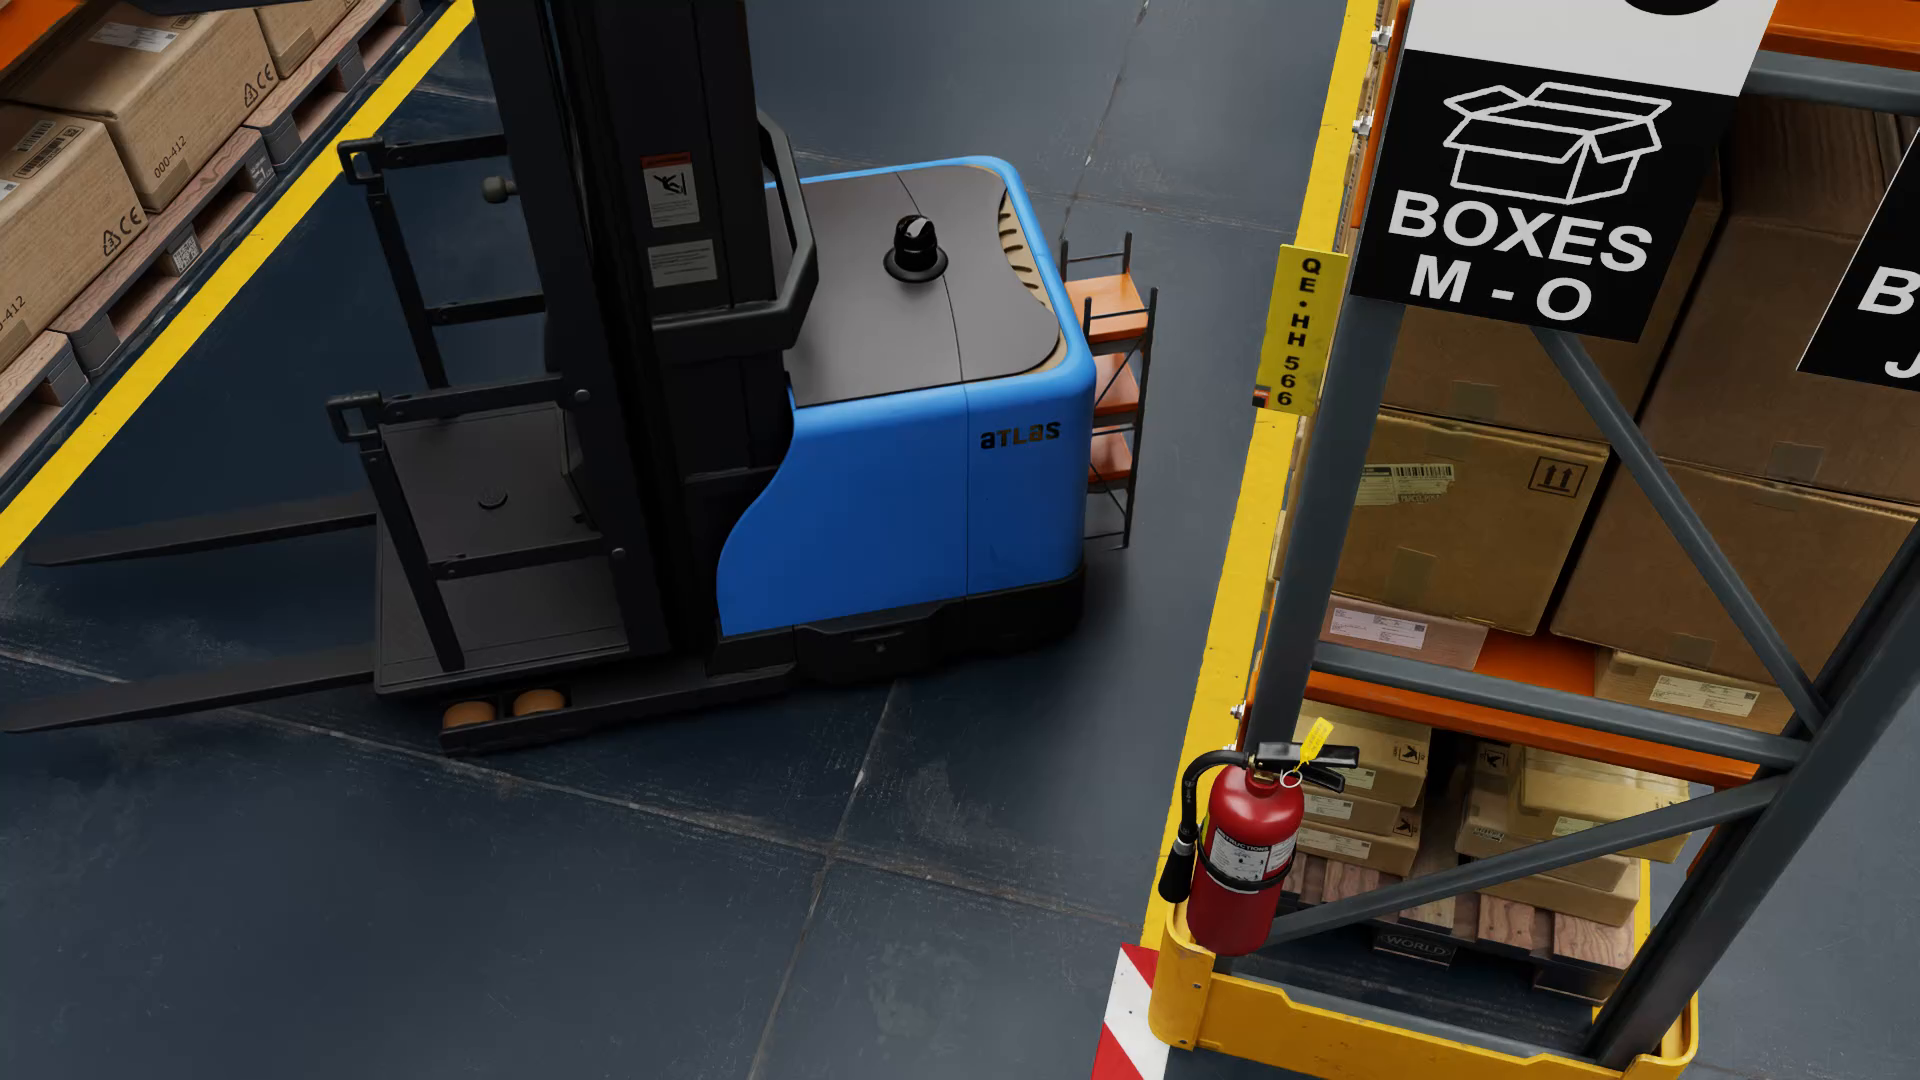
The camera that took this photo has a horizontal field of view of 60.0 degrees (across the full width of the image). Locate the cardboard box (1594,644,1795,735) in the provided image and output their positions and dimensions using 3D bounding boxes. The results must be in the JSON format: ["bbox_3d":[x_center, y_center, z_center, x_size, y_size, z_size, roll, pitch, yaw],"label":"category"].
[{"bbox_3d":[1.449,0.211,3.231,0.380,0.149,0.250,11,50,10],"label":"cardboard box"}]

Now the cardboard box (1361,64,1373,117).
[{"bbox_3d":[1.323,-1.309,4.139,0.500,0.500,0.500,14,50,12],"label":"cardboard box"}]

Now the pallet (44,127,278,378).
[{"bbox_3d":[-3.297,-1.157,6.130,1.003,0.211,1.213,12,50,10],"label":"pallet"}]

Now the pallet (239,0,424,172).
[{"bbox_3d":[-2.978,-2.042,6.912,1.003,0.211,1.213,12,50,10],"label":"pallet"}]

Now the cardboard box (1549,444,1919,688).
[{"bbox_3d":[1.432,-0.104,3.076,0.500,0.500,0.500,14,50,12],"label":"cardboard box"}]

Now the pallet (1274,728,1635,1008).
[{"bbox_3d":[1.315,0.585,4.593,1.003,0.211,1.213,12,50,10],"label":"pallet"}]

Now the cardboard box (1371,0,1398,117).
[{"bbox_3d":[1.061,-0.912,3.122,0.500,0.500,0.500,10,49,9],"label":"cardboard box"}]

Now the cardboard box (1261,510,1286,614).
[{"bbox_3d":[1.009,0.089,4.395,0.380,0.149,0.250,11,49,9],"label":"cardboard box"}]

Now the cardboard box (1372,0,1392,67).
[{"bbox_3d":[1.189,-1.289,3.455,0.500,0.500,0.500,14,50,12],"label":"cardboard box"}]

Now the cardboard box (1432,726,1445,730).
[{"bbox_3d":[1.064,0.302,4.208,0.380,0.149,0.250,12,50,11],"label":"cardboard box"}]

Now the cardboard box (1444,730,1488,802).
[{"bbox_3d":[1.484,0.581,4.358,0.380,0.149,0.250,11,50,10],"label":"cardboard box"}]

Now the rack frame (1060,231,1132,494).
[{"bbox_3d":[0.378,-0.489,4.981,0.200,1.050,0.008,-9,49,-8],"label":"rack frame"}]

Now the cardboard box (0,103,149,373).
[{"bbox_3d":[-3.445,-1.058,5.612,0.875,0.438,0.875,13,50,11],"label":"cardboard box"}]

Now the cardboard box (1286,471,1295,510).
[{"bbox_3d":[1.166,-0.078,4.940,0.380,0.149,0.250,10,49,8],"label":"cardboard box"}]

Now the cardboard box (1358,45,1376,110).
[{"bbox_3d":[1.696,-1.691,6.165,0.380,0.149,0.250,14,50,12],"label":"cardboard box"}]

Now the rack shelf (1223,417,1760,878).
[{"bbox_3d":[1.574,-0.911,4.533,1.077,0.370,4.000,12,50,10],"label":"rack shelf"}]

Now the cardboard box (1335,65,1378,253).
[{"bbox_3d":[1.182,-0.950,3.823,0.500,0.500,0.500,12,50,10],"label":"cardboard box"}]

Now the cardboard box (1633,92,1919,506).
[{"bbox_3d":[1.422,-0.437,2.703,0.500,0.500,0.500,11,50,10],"label":"cardboard box"}]

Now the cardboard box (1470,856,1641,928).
[{"bbox_3d":[1.494,0.786,4.177,0.380,0.149,0.250,12,50,11],"label":"cardboard box"}]

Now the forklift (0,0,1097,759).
[{"bbox_3d":[-1.207,-0.797,3.998,3.031,2.935,1.130,-9,49,-8],"label":"forklift"}]

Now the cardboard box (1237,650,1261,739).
[{"bbox_3d":[0.955,0.474,4.452,0.380,0.149,0.250,13,50,11],"label":"cardboard box"}]

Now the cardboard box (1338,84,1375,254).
[{"bbox_3d":[1.058,-0.581,3.497,0.500,0.500,0.500,11,49,9],"label":"cardboard box"}]

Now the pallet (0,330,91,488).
[{"bbox_3d":[-3.620,-0.277,5.354,1.003,0.211,1.213,12,50,10],"label":"pallet"}]

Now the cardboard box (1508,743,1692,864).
[{"bbox_3d":[1.513,0.593,3.950,0.380,0.149,0.250,10,49,8],"label":"cardboard box"}]

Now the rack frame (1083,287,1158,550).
[{"bbox_3d":[0.431,-0.310,4.824,0.200,1.050,0.008,-9,49,-8],"label":"rack frame"}]

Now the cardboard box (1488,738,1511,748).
[{"bbox_3d":[1.559,0.488,4.241,0.380,0.149,0.250,11,50,10],"label":"cardboard box"}]

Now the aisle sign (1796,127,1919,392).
[{"bbox_3d":[1.317,-0.451,1.913,0.394,0.787,0.004,12,50,10],"label":"aisle sign"}]

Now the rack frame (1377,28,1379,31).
[{"bbox_3d":[2.100,-2.596,5.540,1.000,3.000,0.127,12,50,10],"label":"rack frame"}]

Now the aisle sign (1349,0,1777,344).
[{"bbox_3d":[0.739,-0.569,2.018,0.394,0.787,0.004,12,50,10],"label":"aisle sign"}]

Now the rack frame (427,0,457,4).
[{"bbox_3d":[-2.702,-3.500,6.338,1.000,3.000,0.127,12,50,10],"label":"rack frame"}]

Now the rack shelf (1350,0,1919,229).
[{"bbox_3d":[1.574,-1.904,3.409,1.077,0.370,4.000,12,50,10],"label":"rack shelf"}]

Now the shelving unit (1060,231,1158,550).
[{"bbox_3d":[0.404,-0.400,4.903,0.215,1.050,0.252,-9,49,-8],"label":"shelving unit"}]

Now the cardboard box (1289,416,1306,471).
[{"bbox_3d":[1.156,-0.291,4.731,0.380,0.149,0.250,13,50,11],"label":"cardboard box"}]

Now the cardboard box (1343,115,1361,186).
[{"bbox_3d":[1.624,-1.399,6.105,0.380,0.149,0.250,13,50,11],"label":"cardboard box"}]

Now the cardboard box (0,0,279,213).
[{"bbox_3d":[-3.206,-1.710,6.187,0.875,0.438,0.875,10,49,9],"label":"cardboard box"}]

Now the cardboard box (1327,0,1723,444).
[{"bbox_3d":[0.928,-0.545,2.798,0.500,0.500,0.500,11,49,9],"label":"cardboard box"}]

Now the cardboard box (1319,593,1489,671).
[{"bbox_3d":[0.860,0.089,3.338,0.380,0.149,0.250,12,50,10],"label":"cardboard box"}]

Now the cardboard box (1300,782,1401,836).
[{"bbox_3d":[0.911,0.565,4.173,0.380,0.149,0.250,10,49,9],"label":"cardboard box"}]

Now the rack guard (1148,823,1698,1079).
[{"bbox_3d":[1.067,1.070,3.973,1.175,0.500,0.348,12,50,10],"label":"rack guard"}]

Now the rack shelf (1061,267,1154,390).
[{"bbox_3d":[0.404,-0.581,4.698,0.215,0.259,0.240,-9,49,-8],"label":"rack shelf"}]

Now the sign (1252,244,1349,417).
[{"bbox_3d":[0.517,-0.314,2.544,0.100,0.325,0.005,12,50,10],"label":"sign"}]

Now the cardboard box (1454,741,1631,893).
[{"bbox_3d":[1.433,0.675,4.076,0.380,0.149,0.250,13,50,12],"label":"cardboard box"}]

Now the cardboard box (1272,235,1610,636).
[{"bbox_3d":[0.917,-0.210,3.169,0.500,0.500,0.500,12,50,11],"label":"cardboard box"}]

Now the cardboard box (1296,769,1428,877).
[{"bbox_3d":[0.985,0.680,4.271,0.380,0.149,0.250,12,50,11],"label":"cardboard box"}]

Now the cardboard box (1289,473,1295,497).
[{"bbox_3d":[1.170,-0.188,4.838,0.380,0.149,0.250,12,50,11],"label":"cardboard box"}]

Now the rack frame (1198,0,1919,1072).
[{"bbox_3d":[1.047,0.297,2.987,1.000,3.000,0.127,12,50,10],"label":"rack frame"}]

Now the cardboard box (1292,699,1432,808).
[{"bbox_3d":[0.942,0.472,4.057,0.380,0.149,0.250,12,50,10],"label":"cardboard box"}]

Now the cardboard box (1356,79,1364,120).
[{"bbox_3d":[1.694,-1.591,6.275,0.380,0.149,0.250,10,49,8],"label":"cardboard box"}]

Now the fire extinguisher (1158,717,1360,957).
[{"bbox_3d":[0.536,0.538,3.075,0.296,0.674,0.183,12,50,10],"label":"fire extinguisher"}]

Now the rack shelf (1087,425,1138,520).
[{"bbox_3d":[0.404,-0.209,5.119,0.215,0.259,0.240,-9,49,-8],"label":"rack shelf"}]

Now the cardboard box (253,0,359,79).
[{"bbox_3d":[-2.971,-2.358,6.759,0.875,0.438,0.875,11,49,9],"label":"cardboard box"}]

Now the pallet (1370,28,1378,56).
[{"bbox_3d":[2.304,-2.237,7.083,1.003,0.211,1.213,12,50,10],"label":"pallet"}]

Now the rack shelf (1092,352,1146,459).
[{"bbox_3d":[0.404,-0.393,4.911,0.215,0.259,0.240,-9,49,-8],"label":"rack shelf"}]

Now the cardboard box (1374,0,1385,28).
[{"bbox_3d":[1.436,-1.702,4.487,0.500,0.500,0.500,11,49,9],"label":"cardboard box"}]
